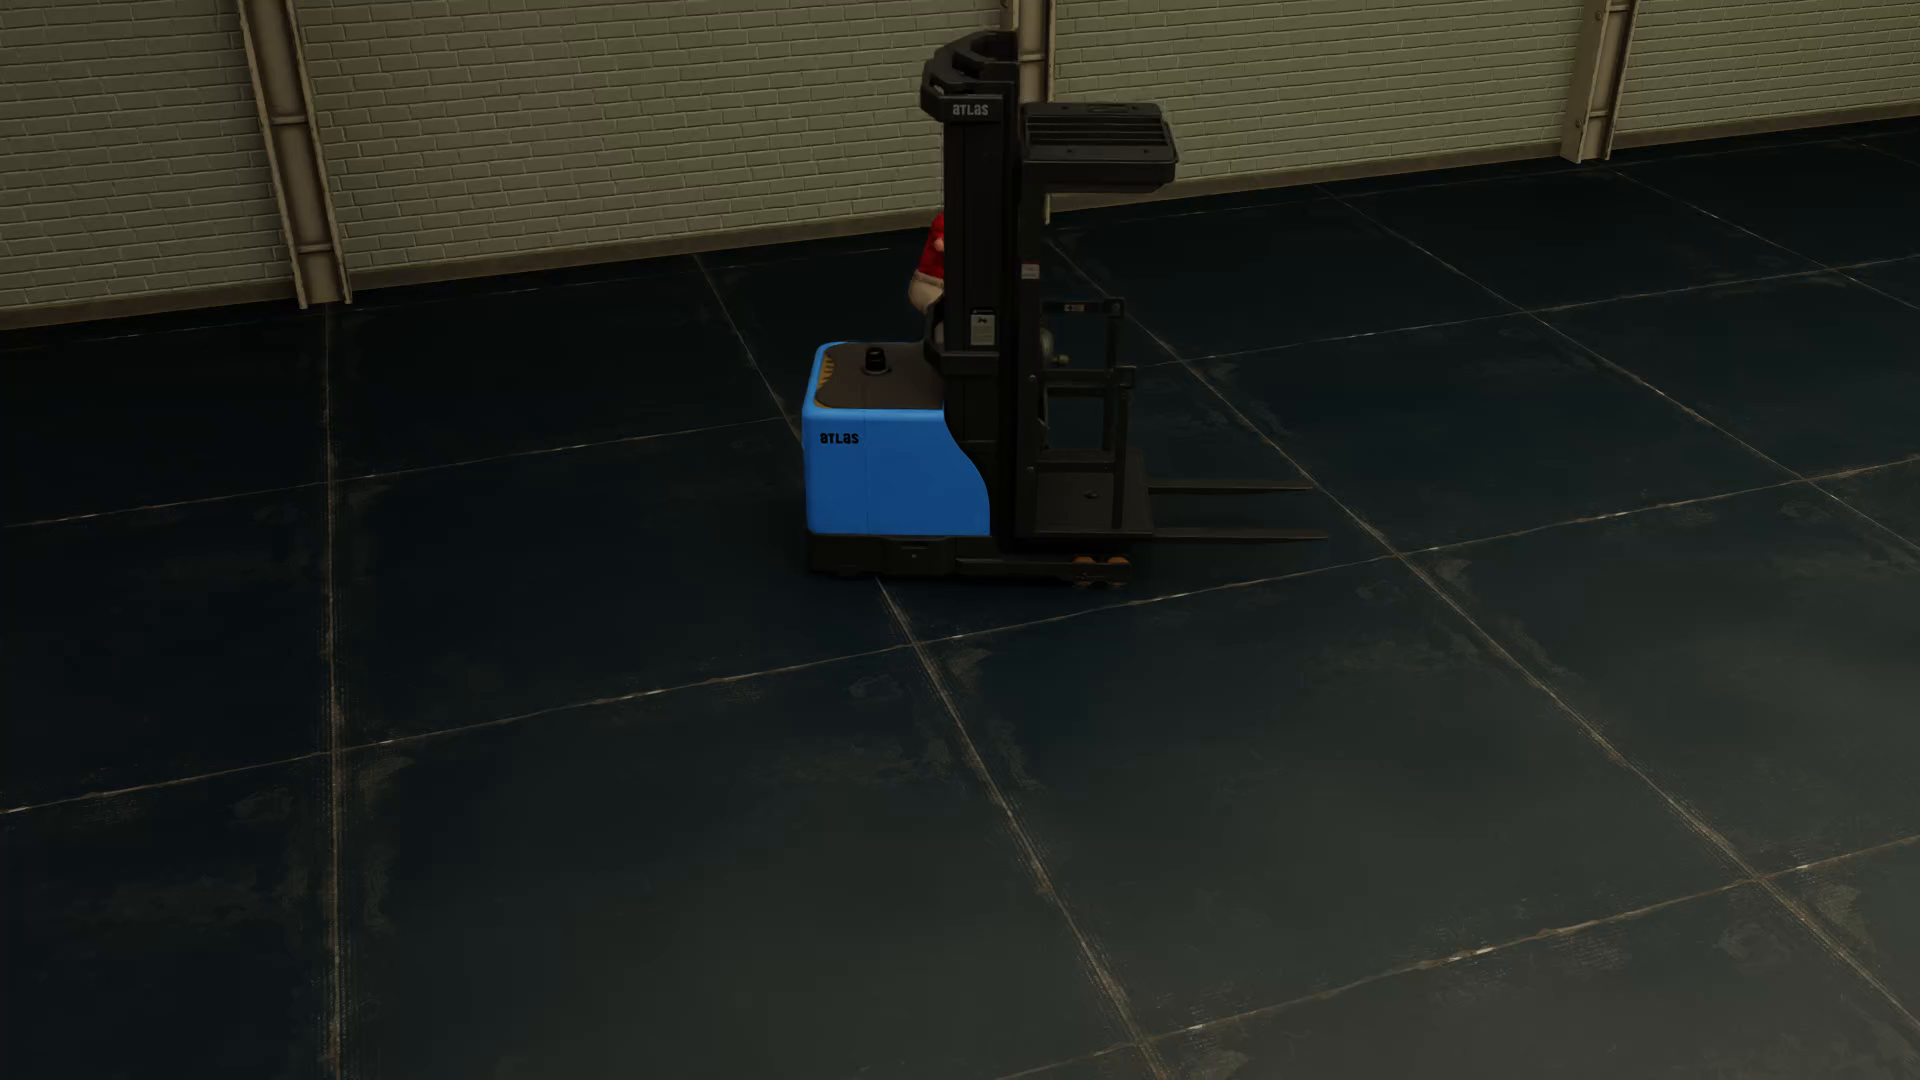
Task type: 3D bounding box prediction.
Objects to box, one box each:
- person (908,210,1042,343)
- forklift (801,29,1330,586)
[{"bbox_3d":[0.125,-1.793,11.686,0.978,1.474,0.787,-2,30,-4],"label":"person"},{"bbox_3d":[0.632,-1.274,9.301,3.031,2.935,1.130,1,30,1],"label":"forklift"}]
